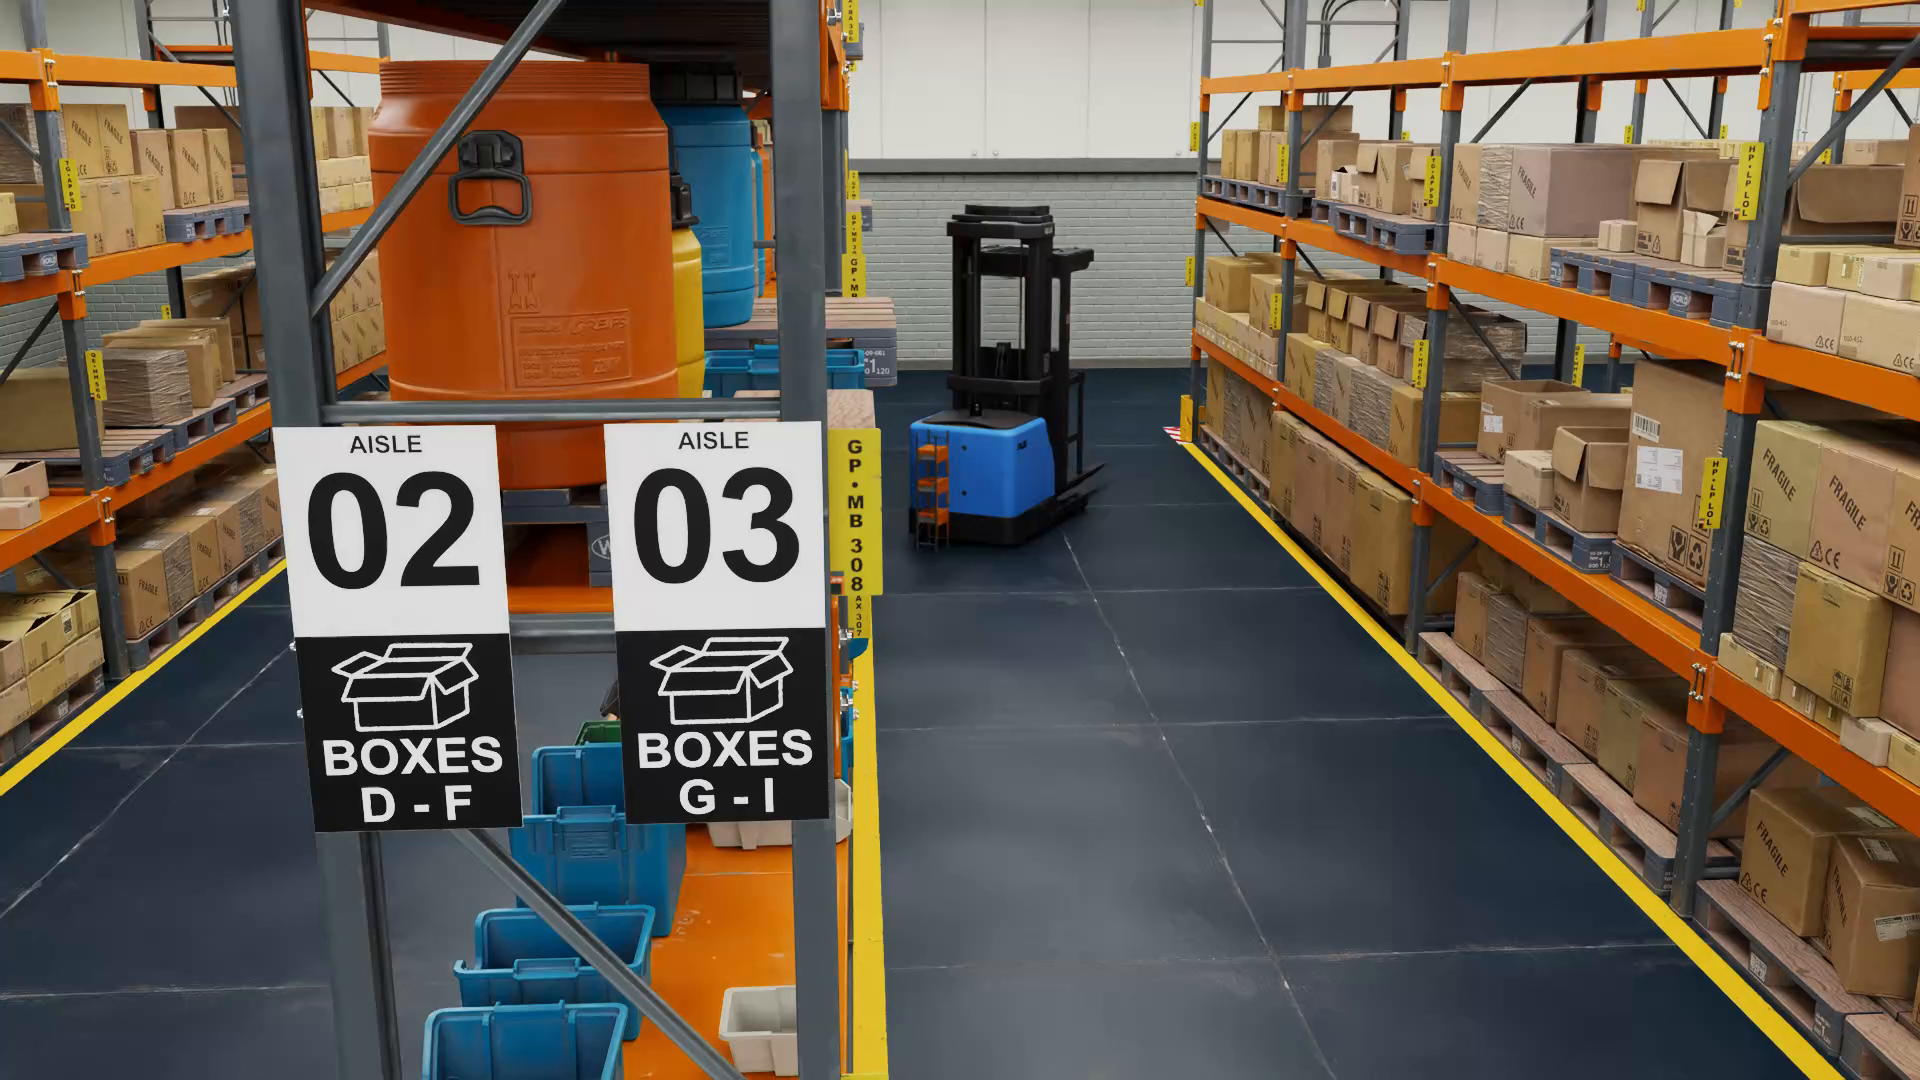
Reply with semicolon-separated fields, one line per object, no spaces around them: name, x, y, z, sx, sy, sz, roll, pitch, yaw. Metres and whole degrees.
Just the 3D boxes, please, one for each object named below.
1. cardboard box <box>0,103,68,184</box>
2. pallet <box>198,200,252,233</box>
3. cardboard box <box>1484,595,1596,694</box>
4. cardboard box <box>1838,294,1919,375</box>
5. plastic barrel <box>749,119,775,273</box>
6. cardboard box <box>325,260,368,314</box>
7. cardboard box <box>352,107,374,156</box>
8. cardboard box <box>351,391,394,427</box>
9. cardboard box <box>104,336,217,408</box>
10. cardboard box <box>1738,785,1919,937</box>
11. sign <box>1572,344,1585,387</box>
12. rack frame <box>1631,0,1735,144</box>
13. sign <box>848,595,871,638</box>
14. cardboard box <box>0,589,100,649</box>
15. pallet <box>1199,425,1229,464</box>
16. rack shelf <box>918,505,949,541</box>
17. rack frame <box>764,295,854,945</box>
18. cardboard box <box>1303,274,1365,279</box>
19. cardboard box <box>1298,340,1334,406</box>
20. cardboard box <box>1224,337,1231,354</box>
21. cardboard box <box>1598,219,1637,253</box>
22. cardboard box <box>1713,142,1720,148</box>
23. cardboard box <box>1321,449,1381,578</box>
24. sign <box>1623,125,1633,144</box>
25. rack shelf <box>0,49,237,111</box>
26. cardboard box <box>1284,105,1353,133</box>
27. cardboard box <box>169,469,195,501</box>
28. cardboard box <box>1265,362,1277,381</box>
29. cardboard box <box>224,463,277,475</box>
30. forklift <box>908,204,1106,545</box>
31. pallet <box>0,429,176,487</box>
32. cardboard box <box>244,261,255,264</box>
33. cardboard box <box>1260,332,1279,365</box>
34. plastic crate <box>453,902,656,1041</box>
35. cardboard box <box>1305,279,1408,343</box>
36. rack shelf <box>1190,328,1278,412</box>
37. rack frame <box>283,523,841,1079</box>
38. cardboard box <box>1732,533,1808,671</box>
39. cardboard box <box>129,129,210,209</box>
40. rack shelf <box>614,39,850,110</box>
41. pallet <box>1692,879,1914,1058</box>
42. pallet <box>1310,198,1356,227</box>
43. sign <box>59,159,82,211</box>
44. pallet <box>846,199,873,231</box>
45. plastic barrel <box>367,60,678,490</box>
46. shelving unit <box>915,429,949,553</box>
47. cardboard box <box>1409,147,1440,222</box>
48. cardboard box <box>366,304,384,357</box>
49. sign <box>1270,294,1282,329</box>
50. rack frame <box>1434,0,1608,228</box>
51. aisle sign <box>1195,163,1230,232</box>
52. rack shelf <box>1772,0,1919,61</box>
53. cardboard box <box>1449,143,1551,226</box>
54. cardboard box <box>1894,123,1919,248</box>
cardboard box;-6.209;-2.595;10.866;0.500;0.500;0.500;-1;14;-3
pallet;-6.466;-2.694;13.836;1.213;0.211;1.003;-1;14;-3
cardboard box;3.808;0.648;10.620;0.700;0.500;0.500;-2;15;-8
cardboard box;3.757;-0.791;6.362;0.500;0.250;0.500;-1;14;-4
plastic barrel;-1.410;-2.065;10.005;0.600;0.901;0.600;0;14;0
cardboard box;-6.281;-2.535;16.651;0.500;0.500;0.500;0;14;-2
cardboard box;-6.636;-4.349;17.681;0.700;0.500;0.500;-1;14;-3
cardboard box;-6.405;-1.362;18.433;0.500;0.500;0.500;-1;14;-3
cardboard box;-6.265;-1.309;13.052;0.700;0.500;0.500;-5;15;-18
cardboard box;3.932;1.449;7.549;0.500;0.500;0.500;-1;14;-5
sign;4.240;-1.186;11.452;0.100;0.325;0.005;-1;14;-3
rack frame;8.160;-5.600;18.730;1.000;3.000;0.127;-1;14;-3
sign;-0.447;0.278;7.369;0.100;0.325;0.005;-1;14;-3
cardboard box;-5.910;0.482;10.683;0.500;0.311;0.500;-1;14;-2
pallet;3.331;-1.095;18.857;1.003;0.211;1.213;-1;14;-3
rack shelf;-0.243;-0.152;14.668;0.215;0.259;0.240;6;16;23
rack frame;-0.997;0.418;7.382;1.000;3.000;0.127;-1;14;-3
cardboard box;3.654;-2.328;16.254;0.500;0.500;0.500;-1;14;-3
cardboard box;3.262;-1.453;14.454;0.500;0.500;0.500;-1;14;-3
cardboard box;2.993;-2.045;17.460;0.380;0.149;0.250;-1;14;-5
cardboard box;3.731;-1.666;9.088;0.380;0.166;0.250;-1;14;-5
cardboard box;8.020;-4.039;17.181;0.380;0.149;0.250;0;14;-2
cardboard box;3.630;-0.221;13.288;1.225;0.875;0.875;-1;14;-3
sign;7.619;-4.562;18.962;0.100;0.325;0.005;-1;14;-3
rack shelf;-6.312;-3.362;12.279;1.077;0.370;4.000;-1;14;-3
cardboard box;3.399;-3.998;15.777;0.500;0.250;0.500;-2;15;-7
cardboard box;-6.588;-0.489;13.535;0.500;0.250;0.500;-1;14;-3
cardboard box;3.105;-1.597;15.718;0.380;0.149;0.250;-1;14;-3
cardboard box;-6.120;-0.380;14.618;0.500;0.500;0.500;-1;14;-4
forklift;0.595;-1.699;15.748;1.130;2.935;3.031;6;16;23
pallet;-6.300;-0.576;11.629;1.213;0.211;1.003;-1;14;-3
cardboard box;-6.821;-2.528;16.626;0.500;0.500;0.500;-1;14;-4
cardboard box;3.162;-1.825;15.804;0.500;0.250;0.500;-1;14;-4
plastic crate;-1.113;1.203;4.628;0.499;0.251;0.408;-1;14;-3
cardboard box;3.499;-2.023;14.657;0.797;0.503;0.637;-1;14;-5
rack shelf;3.327;-1.797;17.434;1.077;0.370;4.000;-1;14;-3
rack frame;-0.749;1.413;3.515;1.000;3.000;0.127;-1;14;-3
cardboard box;3.913;0.262;7.191;0.875;0.500;0.500;-1;14;-3
cardboard box;-6.414;-2.957;13.234;0.600;0.600;0.600;-1;14;-4
rack shelf;-1.120;-2.443;8.707;1.077;0.370;4.000;-1;14;-3
pallet;4.024;1.859;7.379;1.003;0.211;1.213;-1;14;-3
pallet;3.557;-2.781;14.178;0.805;0.209;1.217;-1;15;-6
sign;-5.634;-2.249;10.532;0.100;0.325;0.005;-1;14;-3
pallet;-1.346;-2.739;14.012;1.213;0.211;1.003;-1;14;-3
plastic barrel;-0.906;-0.570;3.498;0.600;0.830;0.708;-1;14;-3
shelving unit;-0.243;-0.431;14.596;0.215;1.050;0.252;6;16;23
cardboard box;3.589;-2.510;11.691;0.797;0.503;0.637;0;14;0
cardboard box;-6.324;-2.179;17.274;0.500;0.500;0.500;-1;14;-3
sign;2.897;-2.097;15.259;0.100;0.325;0.005;-1;14;-3
rack frame;3.699;-3.559;10.798;1.000;3.000;0.127;-1;14;-3
aisle sign;2.900;-3.915;19.006;0.394;0.787;0.004;-1;14;-3
rack shelf;4.071;-1.716;5.088;1.077;0.370;4.000;-1;14;-3
cardboard box;3.471;-2.276;10.627;0.500;0.500;0.500;-1;14;-3
cardboard box;4.229;-1.438;6.773;0.500;0.500;0.500;-1;14;-5
